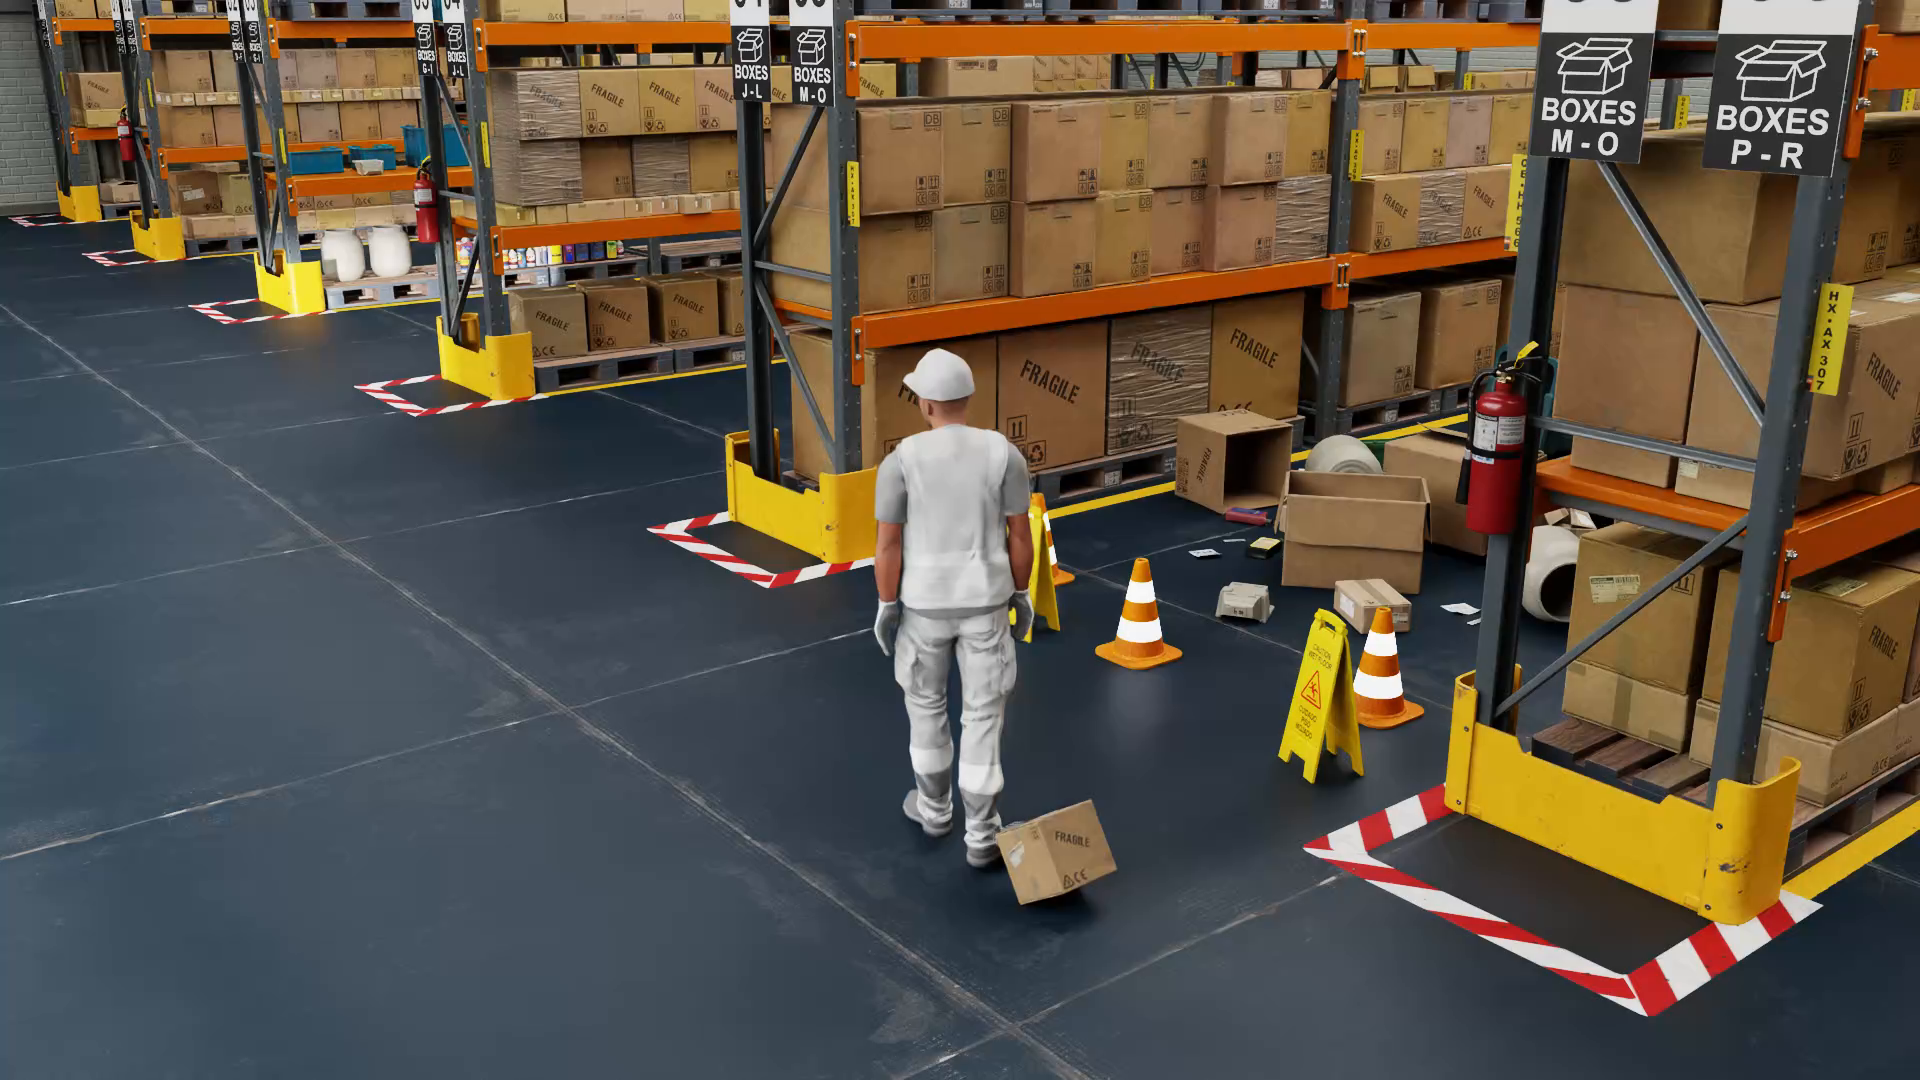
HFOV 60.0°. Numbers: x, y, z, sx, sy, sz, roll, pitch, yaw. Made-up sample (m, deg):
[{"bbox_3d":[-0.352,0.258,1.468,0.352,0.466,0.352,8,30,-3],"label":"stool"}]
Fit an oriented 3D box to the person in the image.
[{"bbox_3d":[-0.019,0.232,5.778,0.561,1.786,0.573,-1,18,-2],"label":"person"}]
